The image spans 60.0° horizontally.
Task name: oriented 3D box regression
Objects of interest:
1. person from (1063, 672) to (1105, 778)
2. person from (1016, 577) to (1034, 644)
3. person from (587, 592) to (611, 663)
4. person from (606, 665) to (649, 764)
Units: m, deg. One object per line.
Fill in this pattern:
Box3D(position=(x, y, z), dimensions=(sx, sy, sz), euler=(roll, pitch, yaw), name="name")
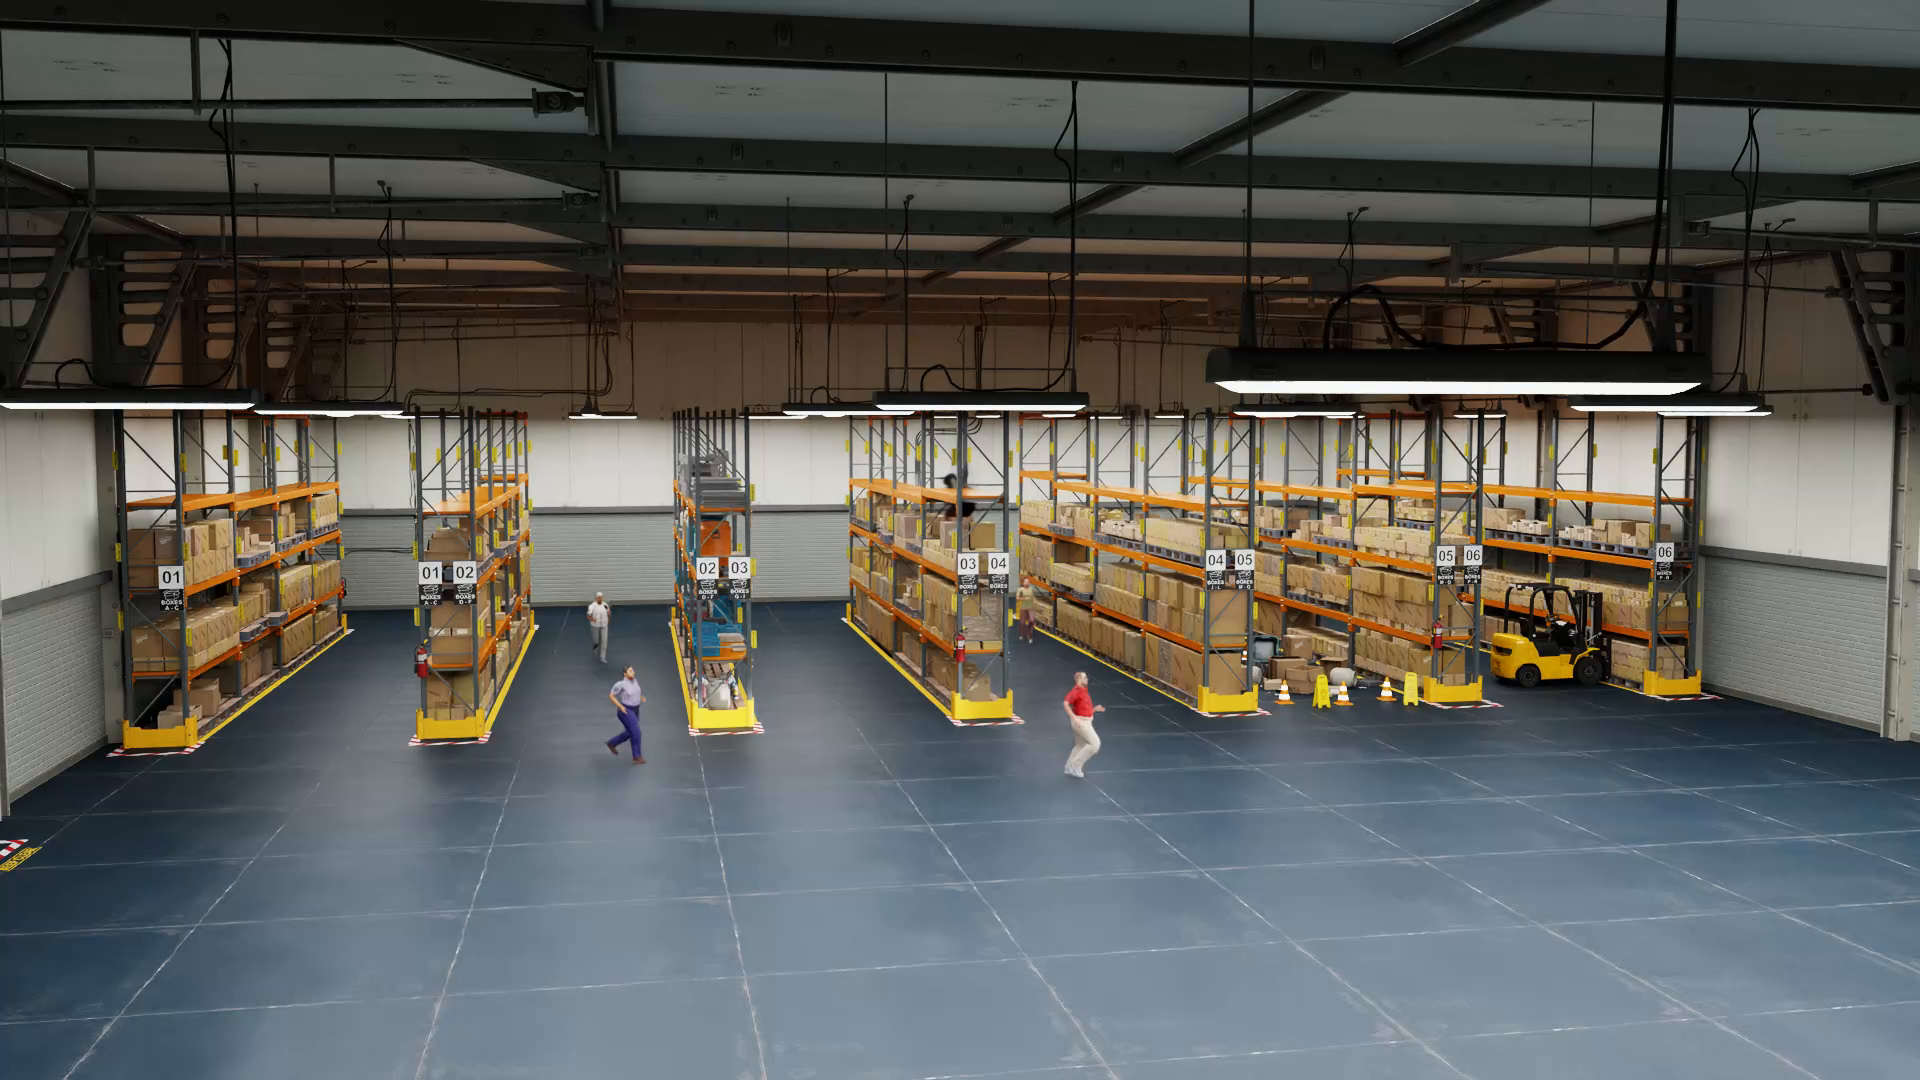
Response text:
Box3D(position=(1.994, 2.968, 26.718), dimensions=(0.666, 1.706, 0.642), euler=(1, 4, 9), name="person")
Box3D(position=(1.697, 1.823, 43.151), dimensions=(0.565, 1.738, 0.753), euler=(-1, 4, -15), name="person")
Box3D(position=(-8.621, 2.076, 39.786), dimensions=(0.607, 1.658, 0.837), euler=(-2, 4, -24), name="person")
Box3D(position=(-5.607, 2.923, 28.012), dimensions=(0.831, 1.657, 0.598), euler=(1, 4, 20), name="person")
